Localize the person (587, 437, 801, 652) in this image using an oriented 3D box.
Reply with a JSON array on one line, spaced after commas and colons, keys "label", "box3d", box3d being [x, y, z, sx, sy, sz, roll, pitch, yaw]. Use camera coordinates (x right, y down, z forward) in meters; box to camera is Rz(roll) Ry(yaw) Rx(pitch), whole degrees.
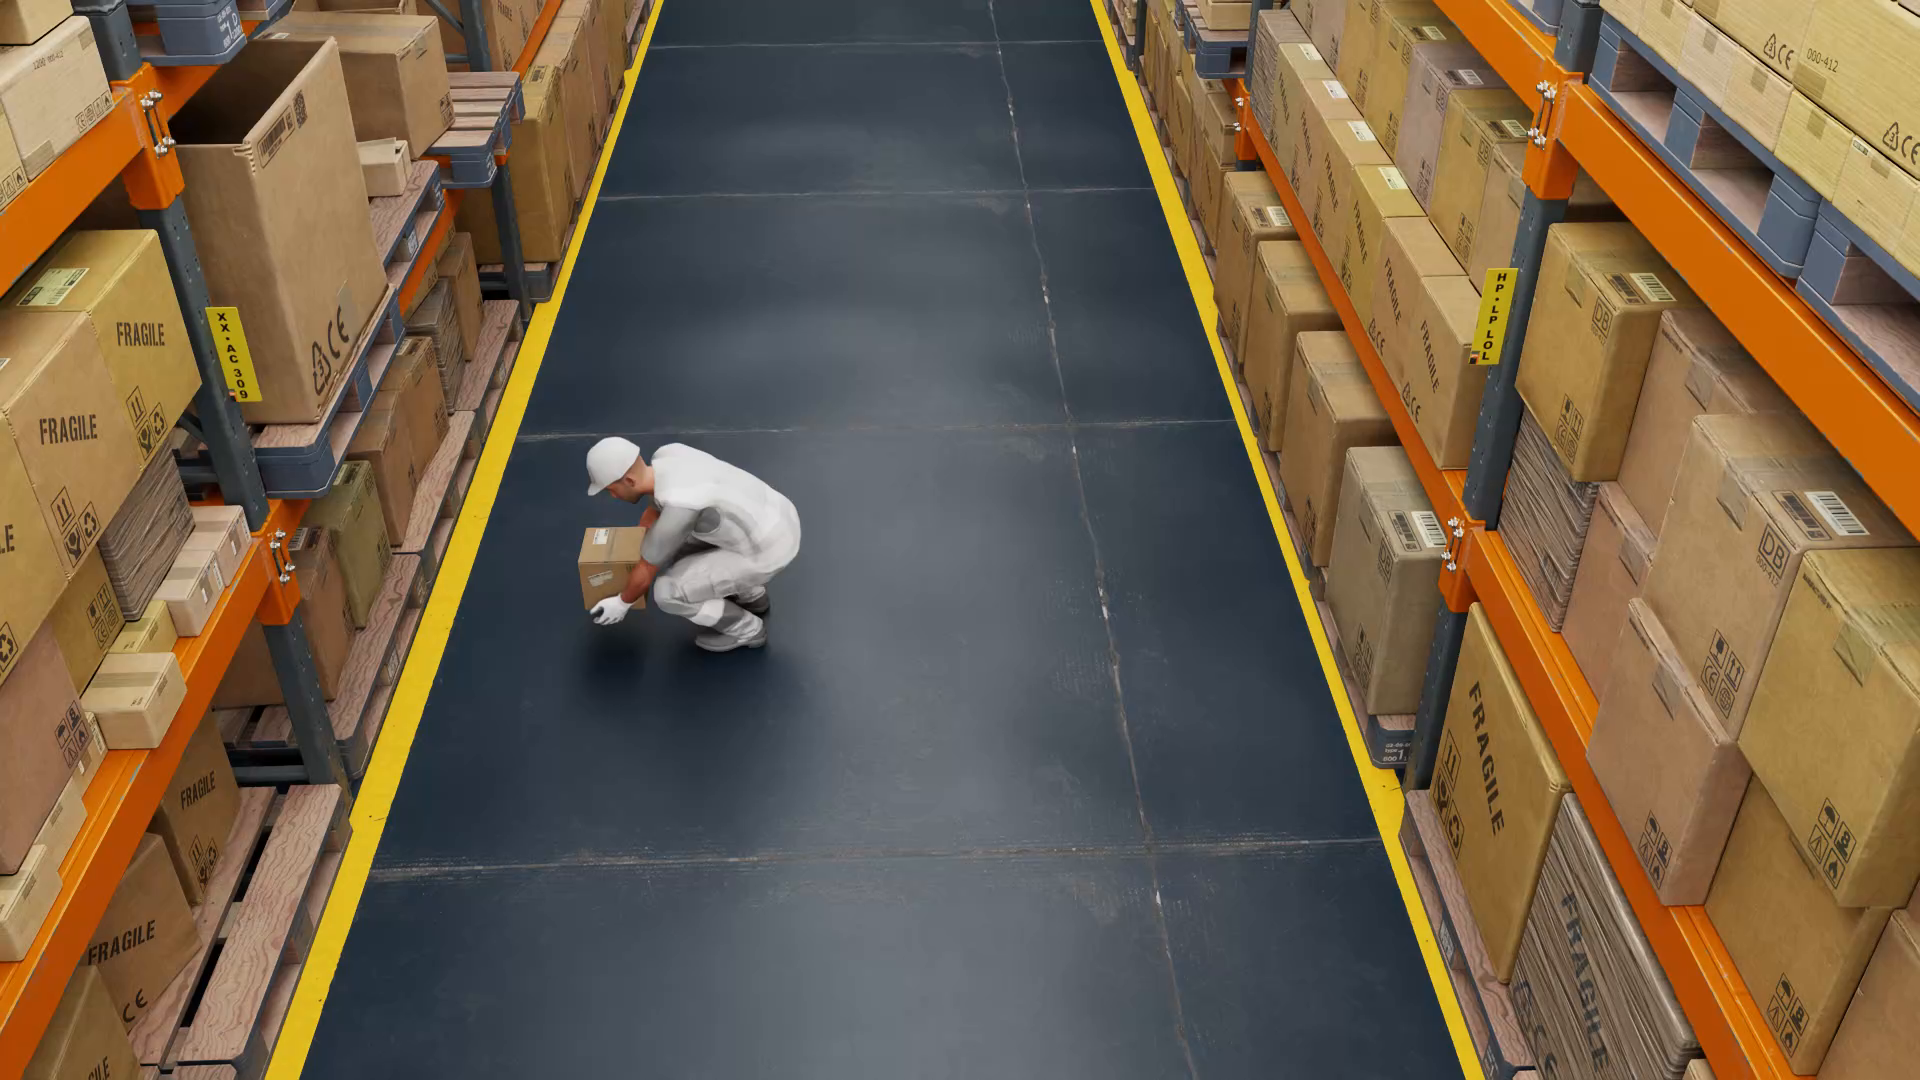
[{"label": "person", "box3d": [-1.100, -0.019, 6.855, 0.879, 0.991, 0.573, -1, 35, -2]}]
